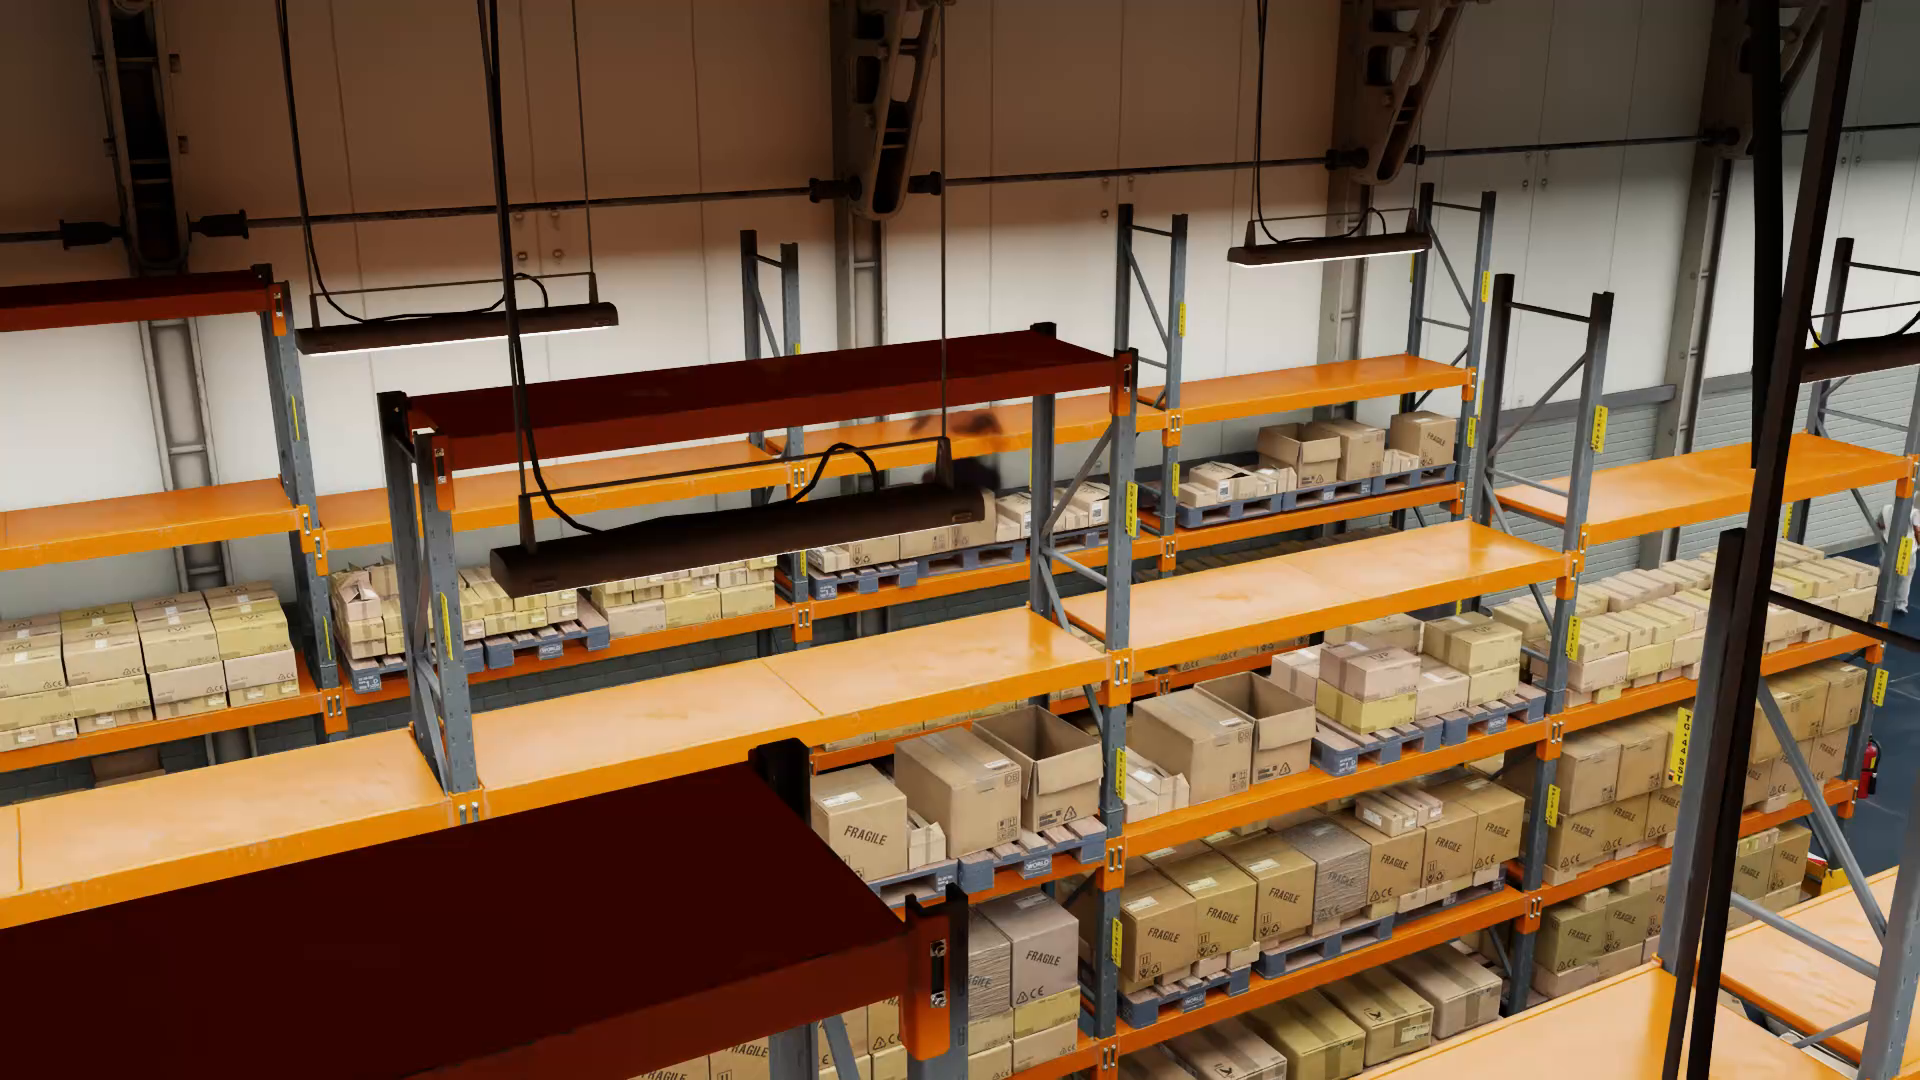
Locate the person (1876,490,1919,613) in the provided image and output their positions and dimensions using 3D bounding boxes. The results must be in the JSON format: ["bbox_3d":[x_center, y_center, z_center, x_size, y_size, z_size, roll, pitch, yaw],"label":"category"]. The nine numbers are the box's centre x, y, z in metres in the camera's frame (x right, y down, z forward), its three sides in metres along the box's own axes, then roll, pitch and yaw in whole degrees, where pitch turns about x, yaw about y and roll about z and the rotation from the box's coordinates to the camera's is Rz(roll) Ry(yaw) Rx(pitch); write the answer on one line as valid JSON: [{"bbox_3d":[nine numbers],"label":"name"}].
[{"bbox_3d":[12.489,0.165,22.156,0.790,1.836,0.690,-15,24,-39],"label":"person"}]
